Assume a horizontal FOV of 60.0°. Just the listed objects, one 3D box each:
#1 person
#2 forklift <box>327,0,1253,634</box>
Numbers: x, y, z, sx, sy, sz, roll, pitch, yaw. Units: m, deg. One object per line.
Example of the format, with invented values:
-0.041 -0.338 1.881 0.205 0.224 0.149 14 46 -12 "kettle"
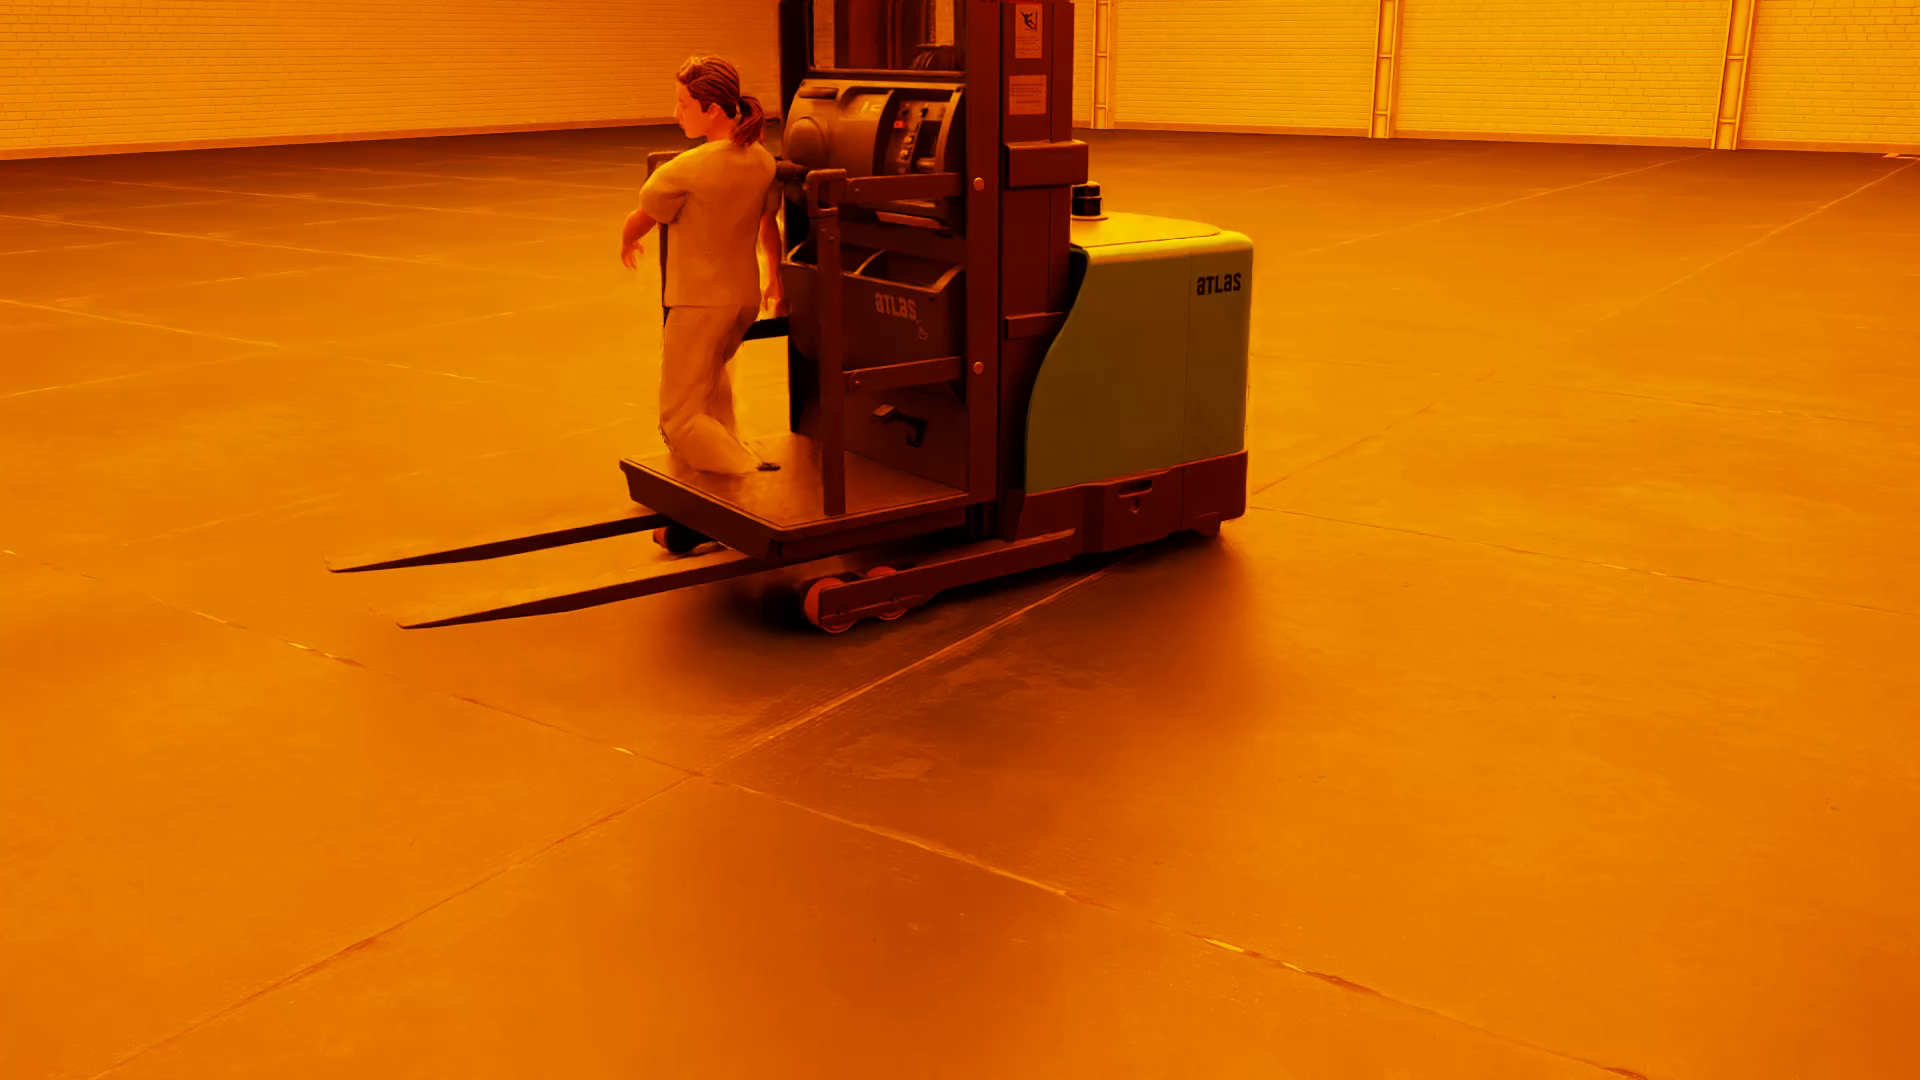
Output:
-0.797 -0.812 5.590 0.783 1.574 0.637 9 19 27 "person"
-0.455 -1.294 5.158 3.031 2.935 1.130 -12 20 -35 "forklift"
